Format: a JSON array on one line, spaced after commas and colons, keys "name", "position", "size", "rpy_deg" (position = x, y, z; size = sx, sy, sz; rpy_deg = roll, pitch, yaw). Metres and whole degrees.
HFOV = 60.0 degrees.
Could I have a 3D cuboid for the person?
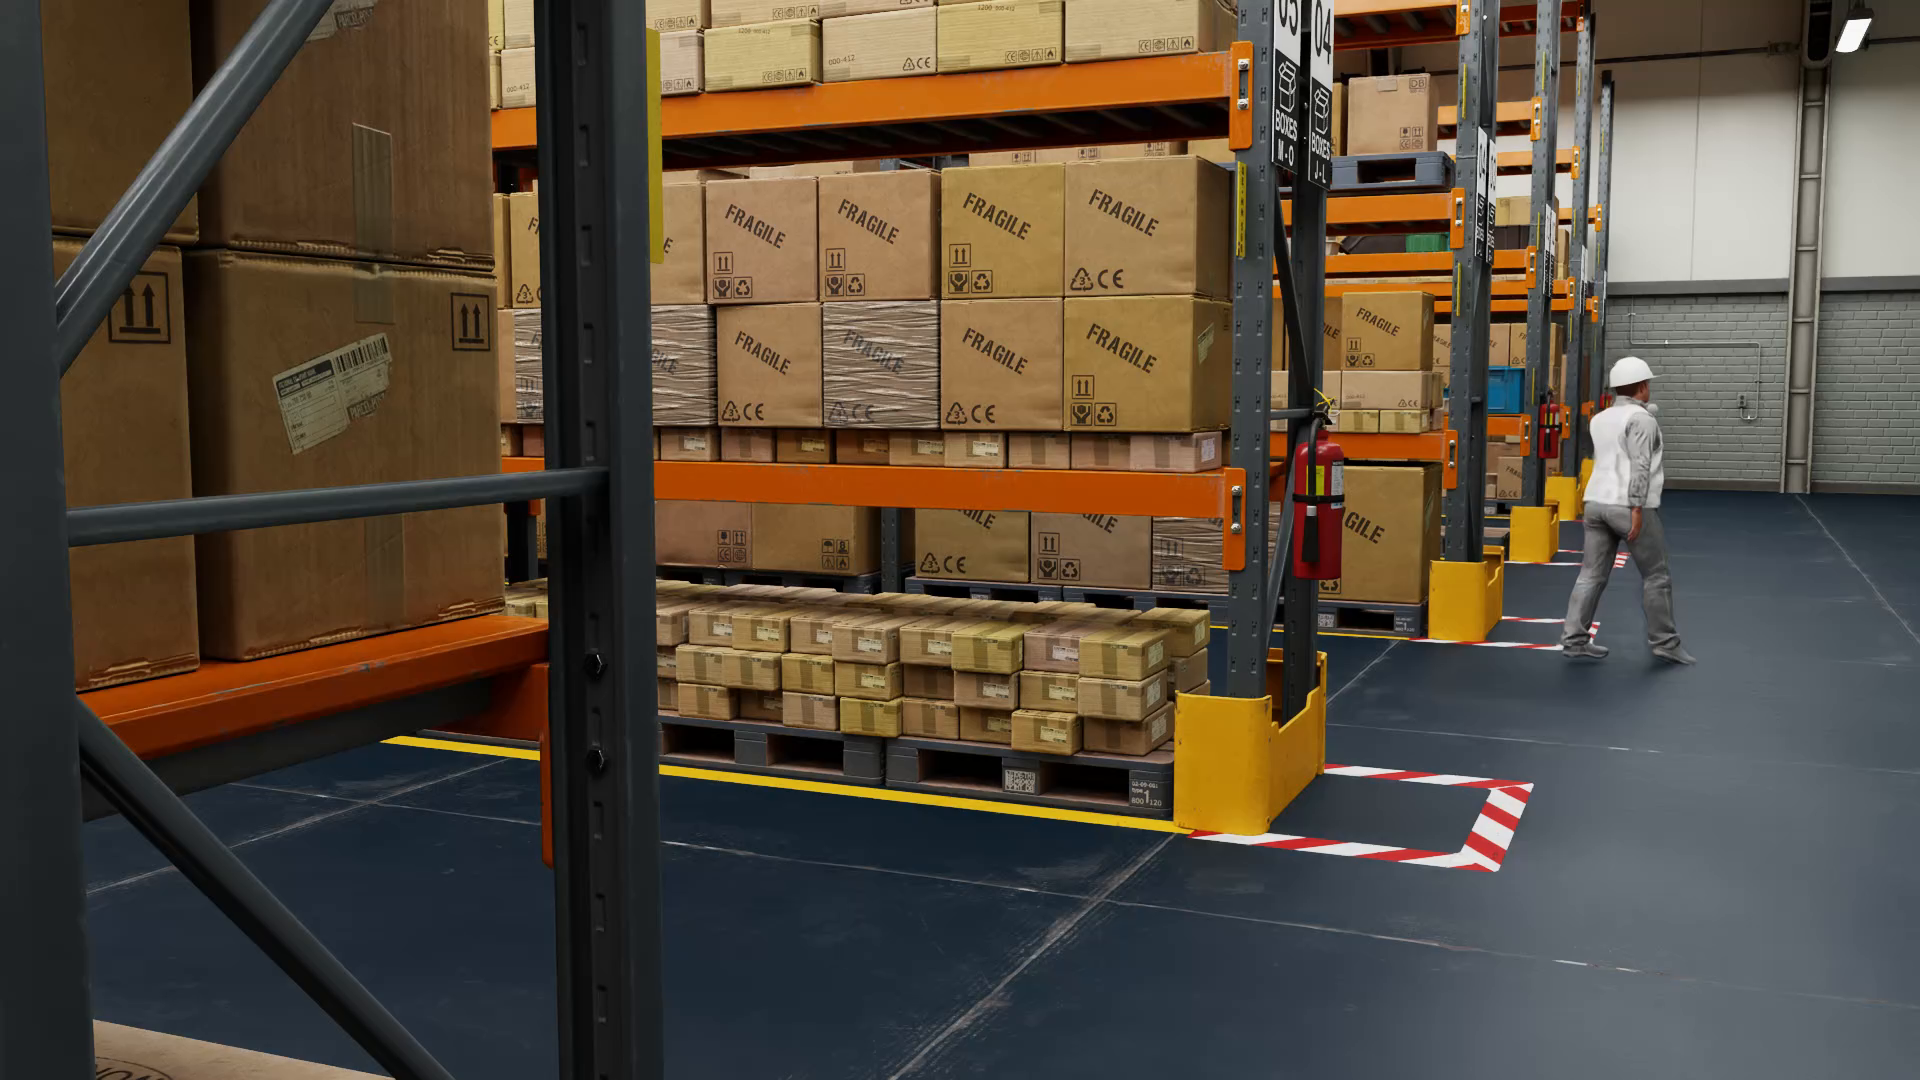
[{"name": "person", "position": [3.861, -0.159, 9.659], "size": [0.788, 1.800, 0.546], "rpy_deg": [-2, 6, -22]}]
